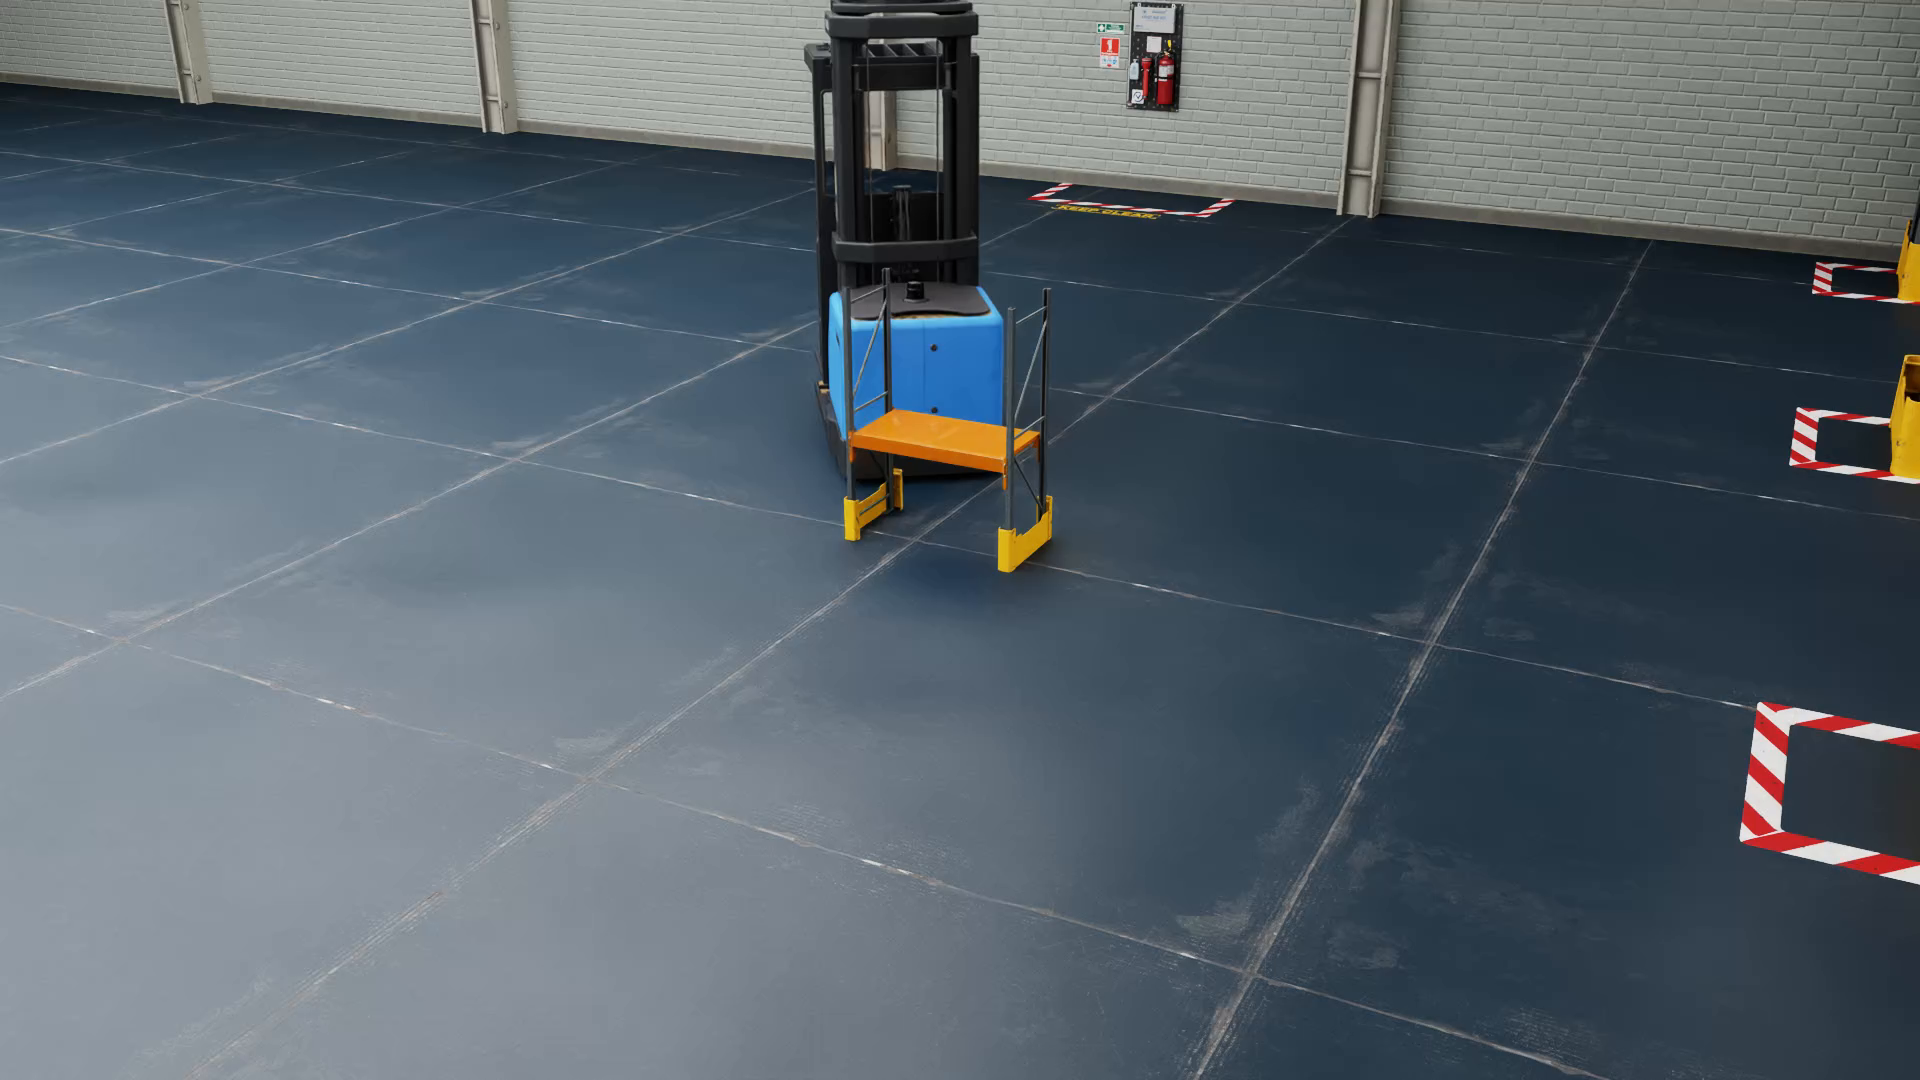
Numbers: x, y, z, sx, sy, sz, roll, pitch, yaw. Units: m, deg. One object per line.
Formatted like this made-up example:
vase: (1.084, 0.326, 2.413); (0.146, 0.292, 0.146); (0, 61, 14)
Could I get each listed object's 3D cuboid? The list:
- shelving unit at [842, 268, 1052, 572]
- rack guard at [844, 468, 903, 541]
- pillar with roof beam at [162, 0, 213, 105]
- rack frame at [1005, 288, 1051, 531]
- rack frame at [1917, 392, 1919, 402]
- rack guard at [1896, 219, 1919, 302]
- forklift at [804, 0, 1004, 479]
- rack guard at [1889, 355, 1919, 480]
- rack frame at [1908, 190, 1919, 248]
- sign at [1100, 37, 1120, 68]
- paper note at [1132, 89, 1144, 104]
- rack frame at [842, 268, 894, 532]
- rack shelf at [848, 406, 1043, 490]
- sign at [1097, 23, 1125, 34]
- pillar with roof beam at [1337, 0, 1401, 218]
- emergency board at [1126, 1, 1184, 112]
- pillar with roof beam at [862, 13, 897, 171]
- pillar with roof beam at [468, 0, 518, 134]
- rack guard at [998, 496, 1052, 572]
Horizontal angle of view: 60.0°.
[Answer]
shelving unit: (-0.068, -0.704, 9.488); (1.083, 1.500, 0.587); (11, 25, 25)
rack guard: (-0.512, -0.216, 9.940); (0.087, 0.250, 0.587); (11, 25, 25)
pillar with roof beam: (-13.670, -9.372, 20.289); (0.400, 9.000, 9.100); (11, 25, 25)
rack frame: (0.378, -0.615, 9.281); (0.032, 1.500, 0.500); (11, 25, 25)
rack frame: (6.444, -1.968, 10.544); (0.127, 3.000, 1.000); (11, 25, 25)
rack guard: (8.744, -2.535, 15.071); (0.348, 0.500, 1.175); (11, 25, 25)
forklift: (-0.455, -2.277, 11.358); (1.130, 2.935, 3.031); (-4, 23, -8)
rack guard: (6.423, -0.822, 11.043); (0.348, 0.500, 1.175); (11, 25, 25)
rack frame: (8.676, -3.698, 14.614); (0.127, 3.000, 1.000); (11, 25, 25)
sign: (1.701, -5.536, 18.890); (0.234, 0.329, 0.001); (11, 25, 25)
paper note: (2.021, -5.036, 18.885); (0.142, 0.148, 0.016); (11, 25, 25)
rack frame: (-0.530, -0.795, 9.703); (0.032, 1.500, 0.500); (11, 25, 25)
rack shelf: (-0.076, -0.540, 9.562); (1.000, 0.185, 0.538); (11, 25, 25)
sign: (1.701, -5.776, 18.777); (0.331, 0.109, 0.001); (11, 25, 25)
pillar with roof beam: (2.394, -6.194, 12.815); (0.400, 9.000, 9.100); (11, 25, 25)
emergency board: (2.148, -5.386, 18.582); (0.643, 1.169, 0.194); (11, 25, 25)
pillar with roof beam: (-2.961, -7.253, 15.307); (0.400, 9.000, 9.100); (11, 25, 25)
pillar with roof beam: (-8.315, -8.313, 17.798); (0.400, 9.000, 9.100); (11, 25, 25)
rack guard: (0.376, -0.041, 9.526); (0.087, 0.250, 0.587); (11, 25, 25)
